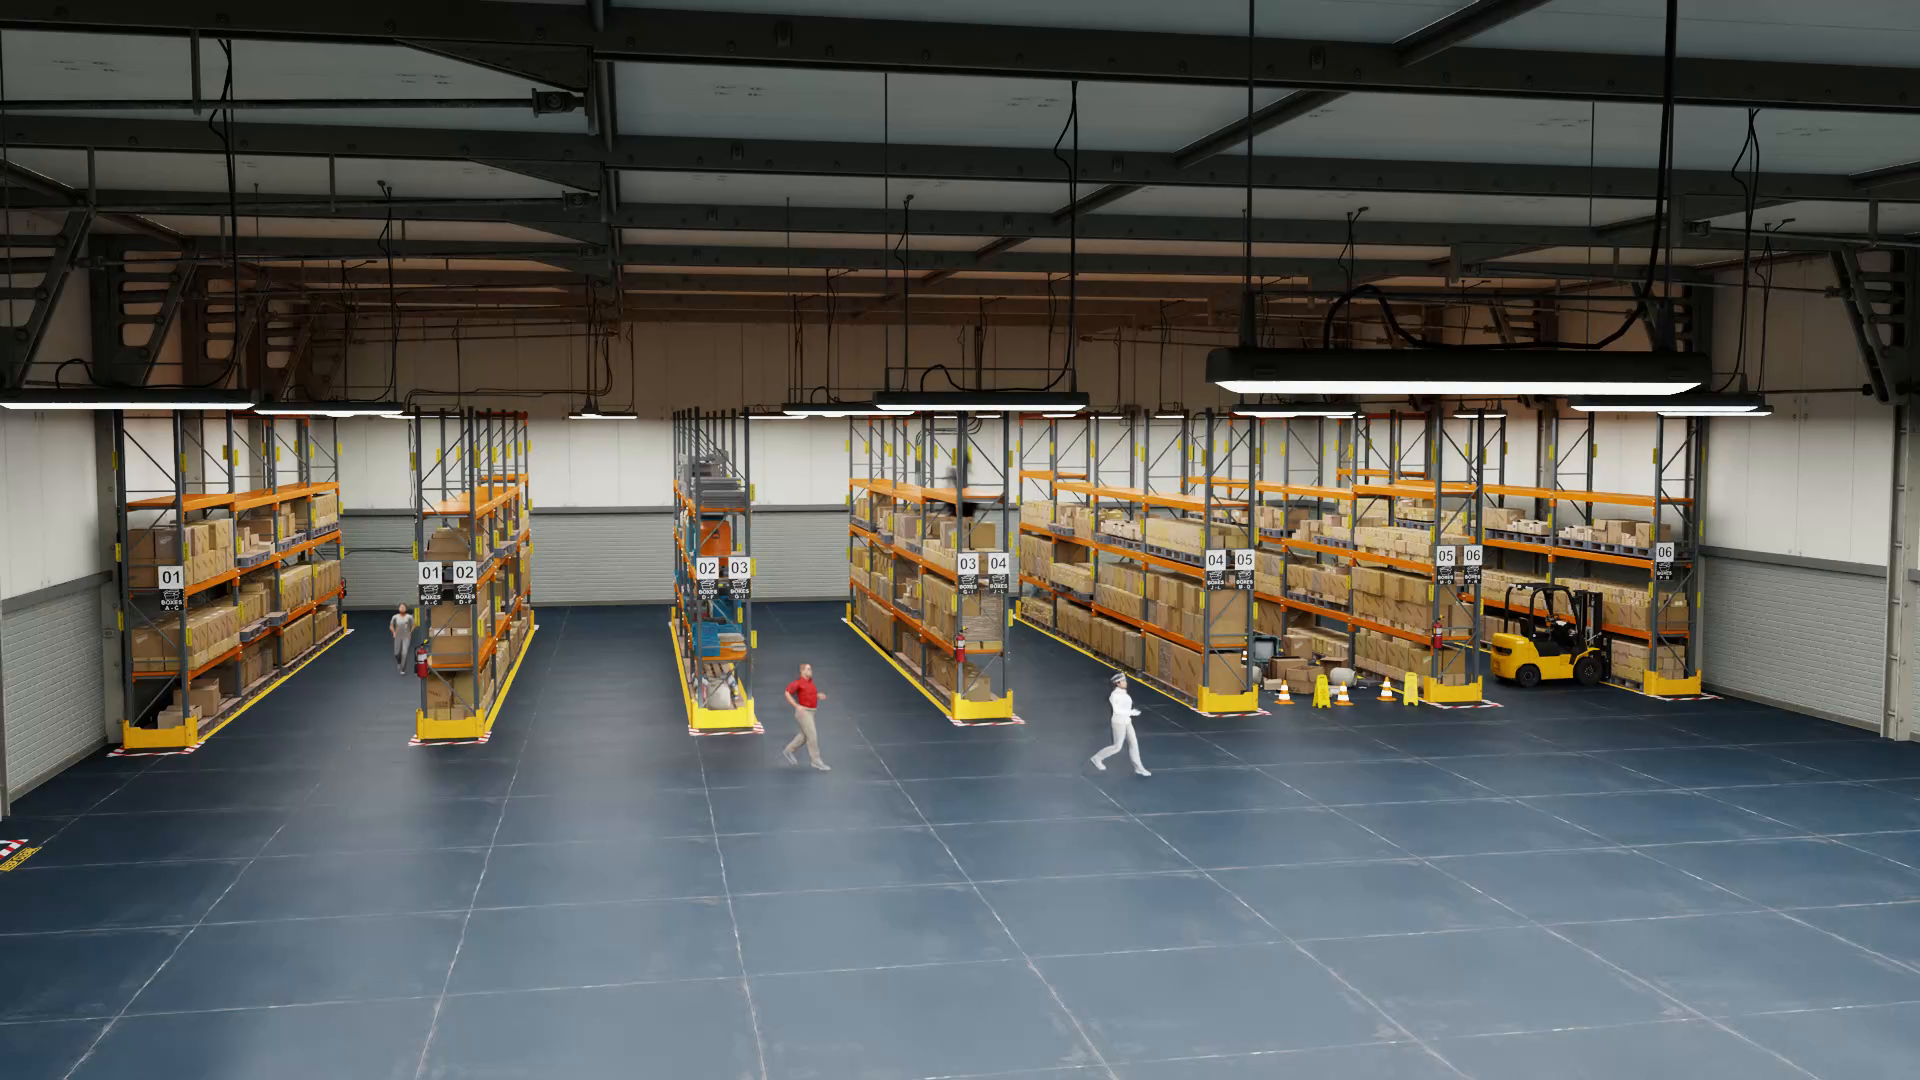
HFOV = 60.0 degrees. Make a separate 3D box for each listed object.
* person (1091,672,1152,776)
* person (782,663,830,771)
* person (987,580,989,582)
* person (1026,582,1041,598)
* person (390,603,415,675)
[{"bbox_3d":[2.614,2.961,26.845,0.984,1.678,0.625,1,4,19],"label":"person"},{"bbox_3d":[-2.544,2.894,27.395,0.893,1.739,0.655,1,4,15],"label":"person"},{"bbox_3d":[0.973,1.660,45.990,0.628,1.632,0.638,0,4,-2],"label":"person"},{"bbox_3d":[2.292,1.327,49.673,0.606,1.722,0.749,-1,4,-15],"label":"person"},{"bbox_3d":[-12.618,2.231,37.661,0.546,1.624,0.554,-1,4,-16],"label":"person"}]
